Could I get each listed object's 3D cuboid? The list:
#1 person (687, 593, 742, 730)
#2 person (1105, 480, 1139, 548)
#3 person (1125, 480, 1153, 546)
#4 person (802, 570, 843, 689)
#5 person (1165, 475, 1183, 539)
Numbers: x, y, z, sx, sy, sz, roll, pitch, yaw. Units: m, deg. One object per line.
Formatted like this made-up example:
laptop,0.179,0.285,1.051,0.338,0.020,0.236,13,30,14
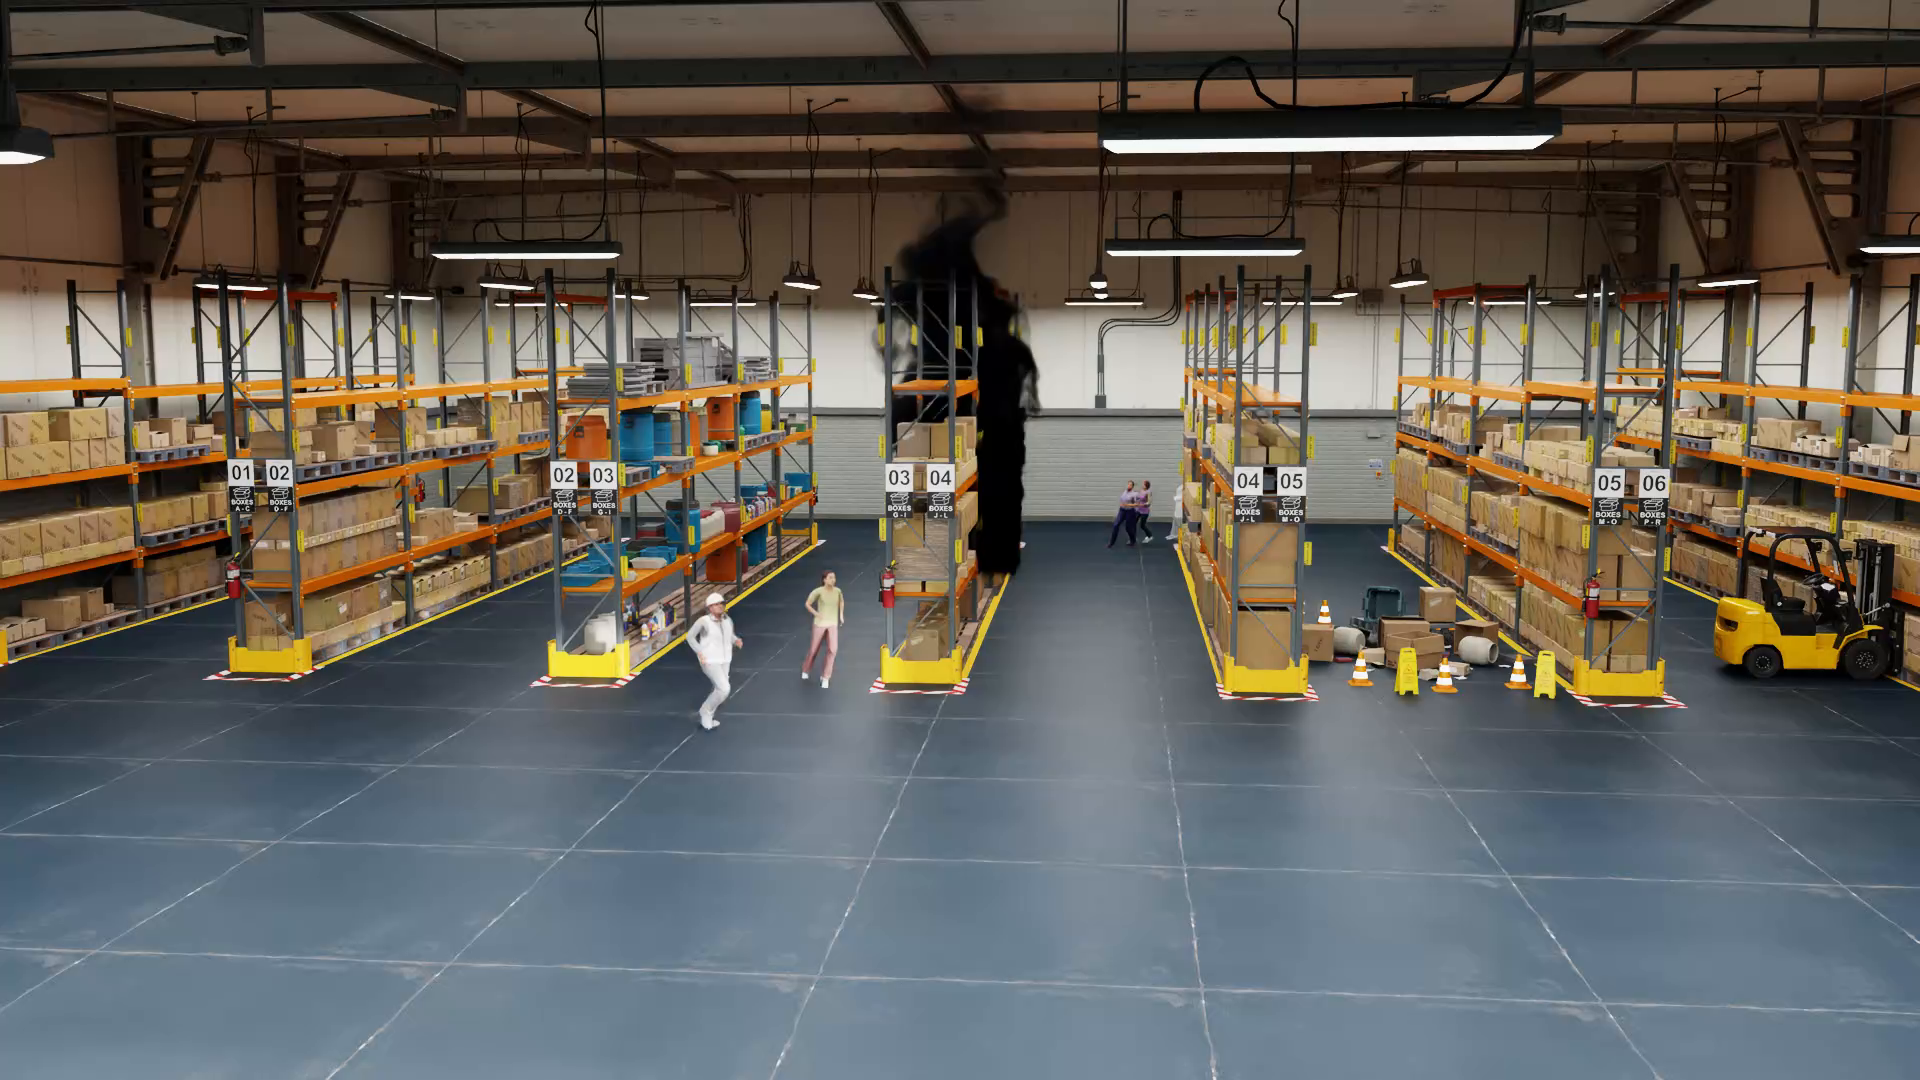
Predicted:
person,-3.086,1.551,21.299,0.660,1.750,0.636,5,9,38
person,3.970,-0.622,39.558,0.679,1.611,0.878,6,9,40
person,4.396,-0.640,40.025,0.818,1.563,0.559,-5,8,-33
person,-1.944,1.264,24.113,0.644,1.688,0.760,-3,7,-21
person,5.406,-0.813,40.870,0.888,1.722,0.795,3,7,20
